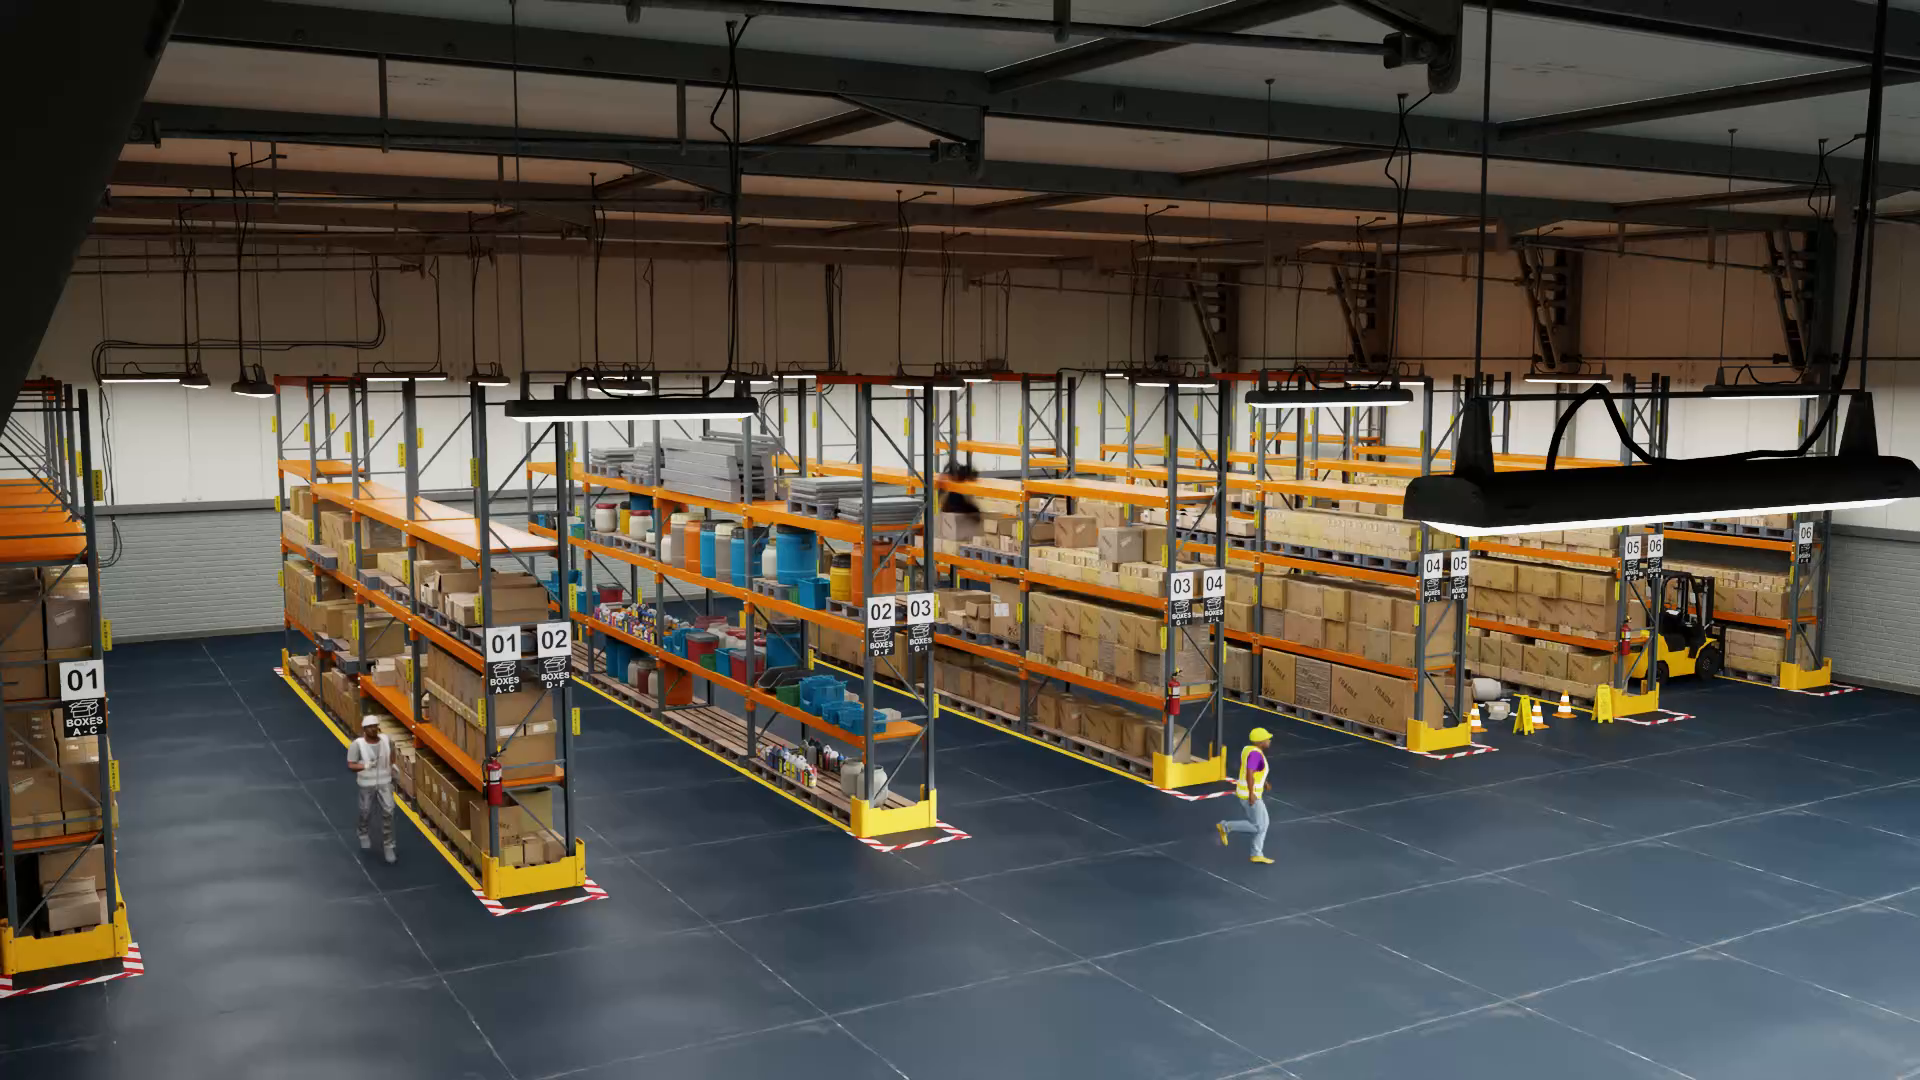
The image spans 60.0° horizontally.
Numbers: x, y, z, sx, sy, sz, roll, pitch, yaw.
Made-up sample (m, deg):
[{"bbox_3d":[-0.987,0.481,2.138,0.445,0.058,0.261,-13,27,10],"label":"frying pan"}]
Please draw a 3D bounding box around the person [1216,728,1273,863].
[{"bbox_3d":[3.589,3.216,20.910,0.733,1.728,0.729,0,6,2],"label":"person"}]

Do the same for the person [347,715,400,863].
[{"bbox_3d":[-7.433,3.122,21.110,0.669,1.828,0.851,-4,7,-32],"label":"person"}]
